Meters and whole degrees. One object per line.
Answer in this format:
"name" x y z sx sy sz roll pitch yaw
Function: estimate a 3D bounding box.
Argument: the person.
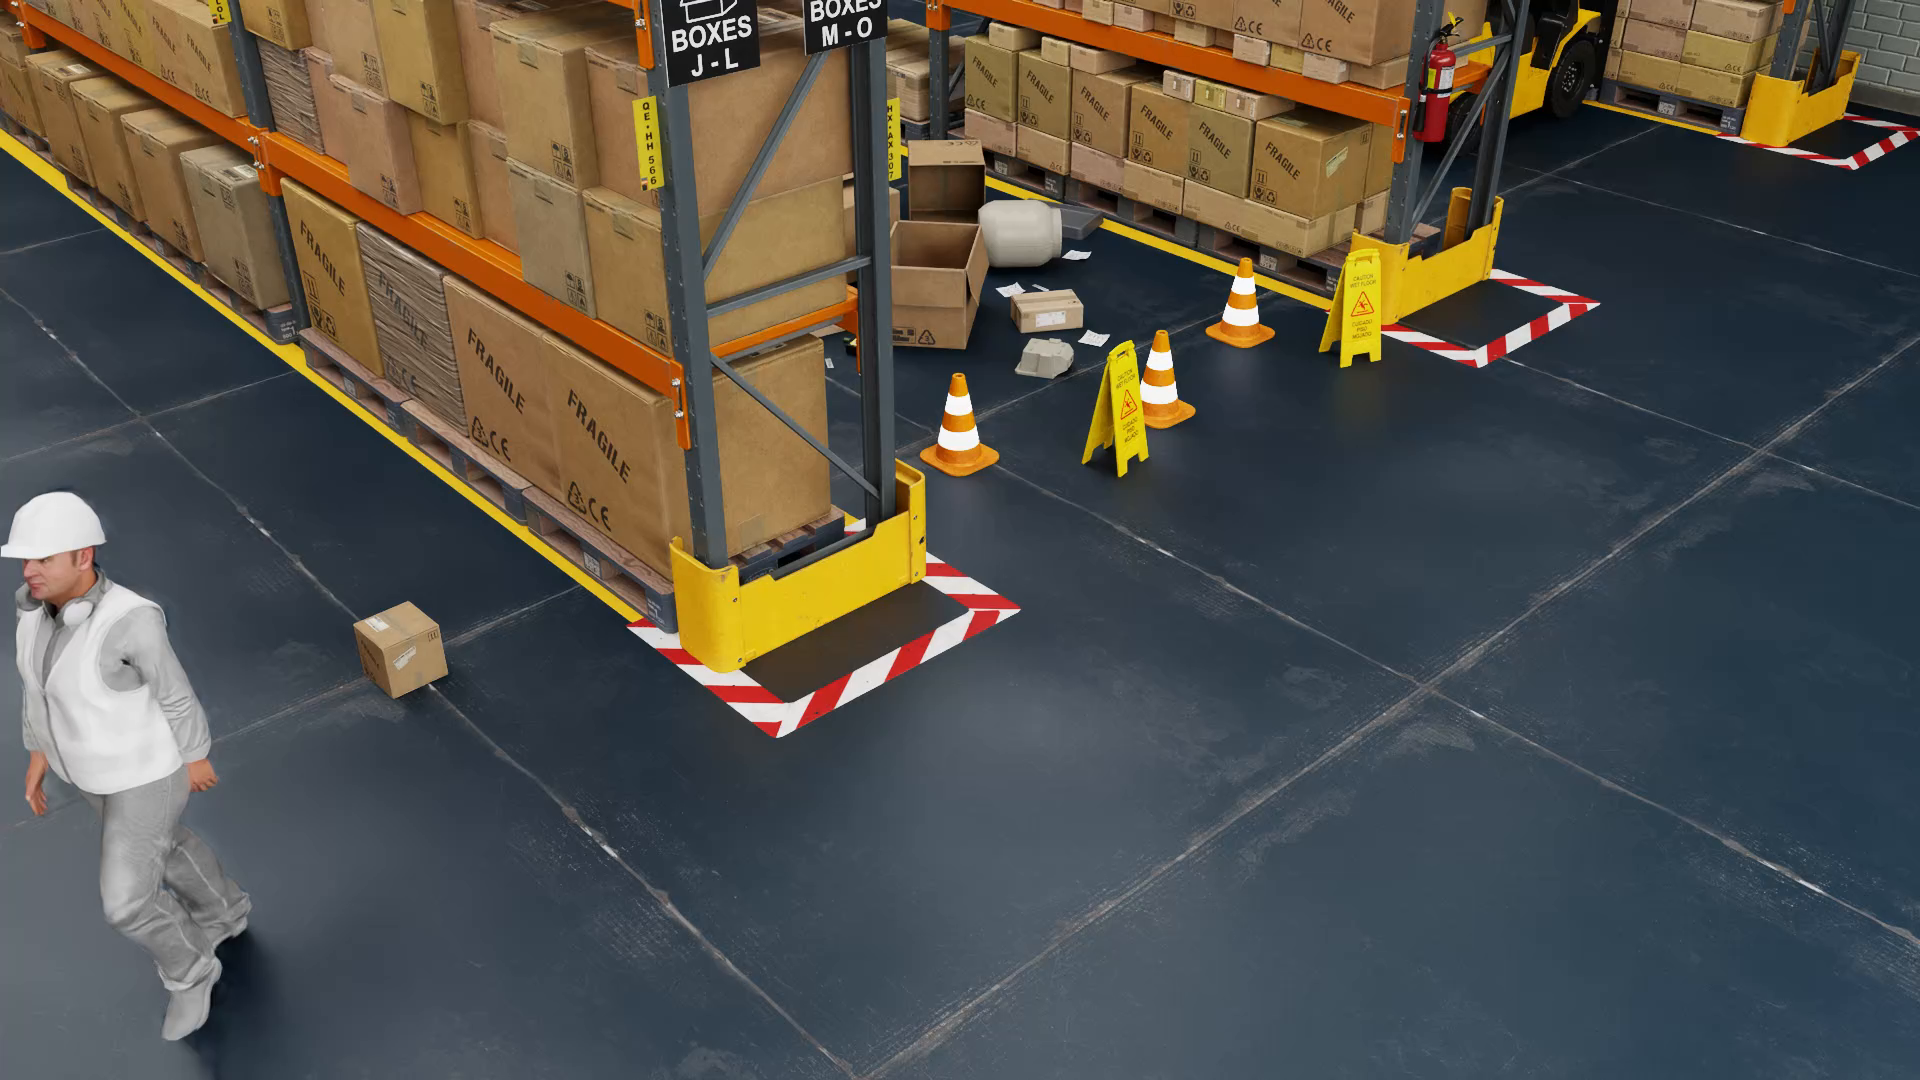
"person" -2.526 0.686 5.011 0.532 1.831 0.538 16 35 24
